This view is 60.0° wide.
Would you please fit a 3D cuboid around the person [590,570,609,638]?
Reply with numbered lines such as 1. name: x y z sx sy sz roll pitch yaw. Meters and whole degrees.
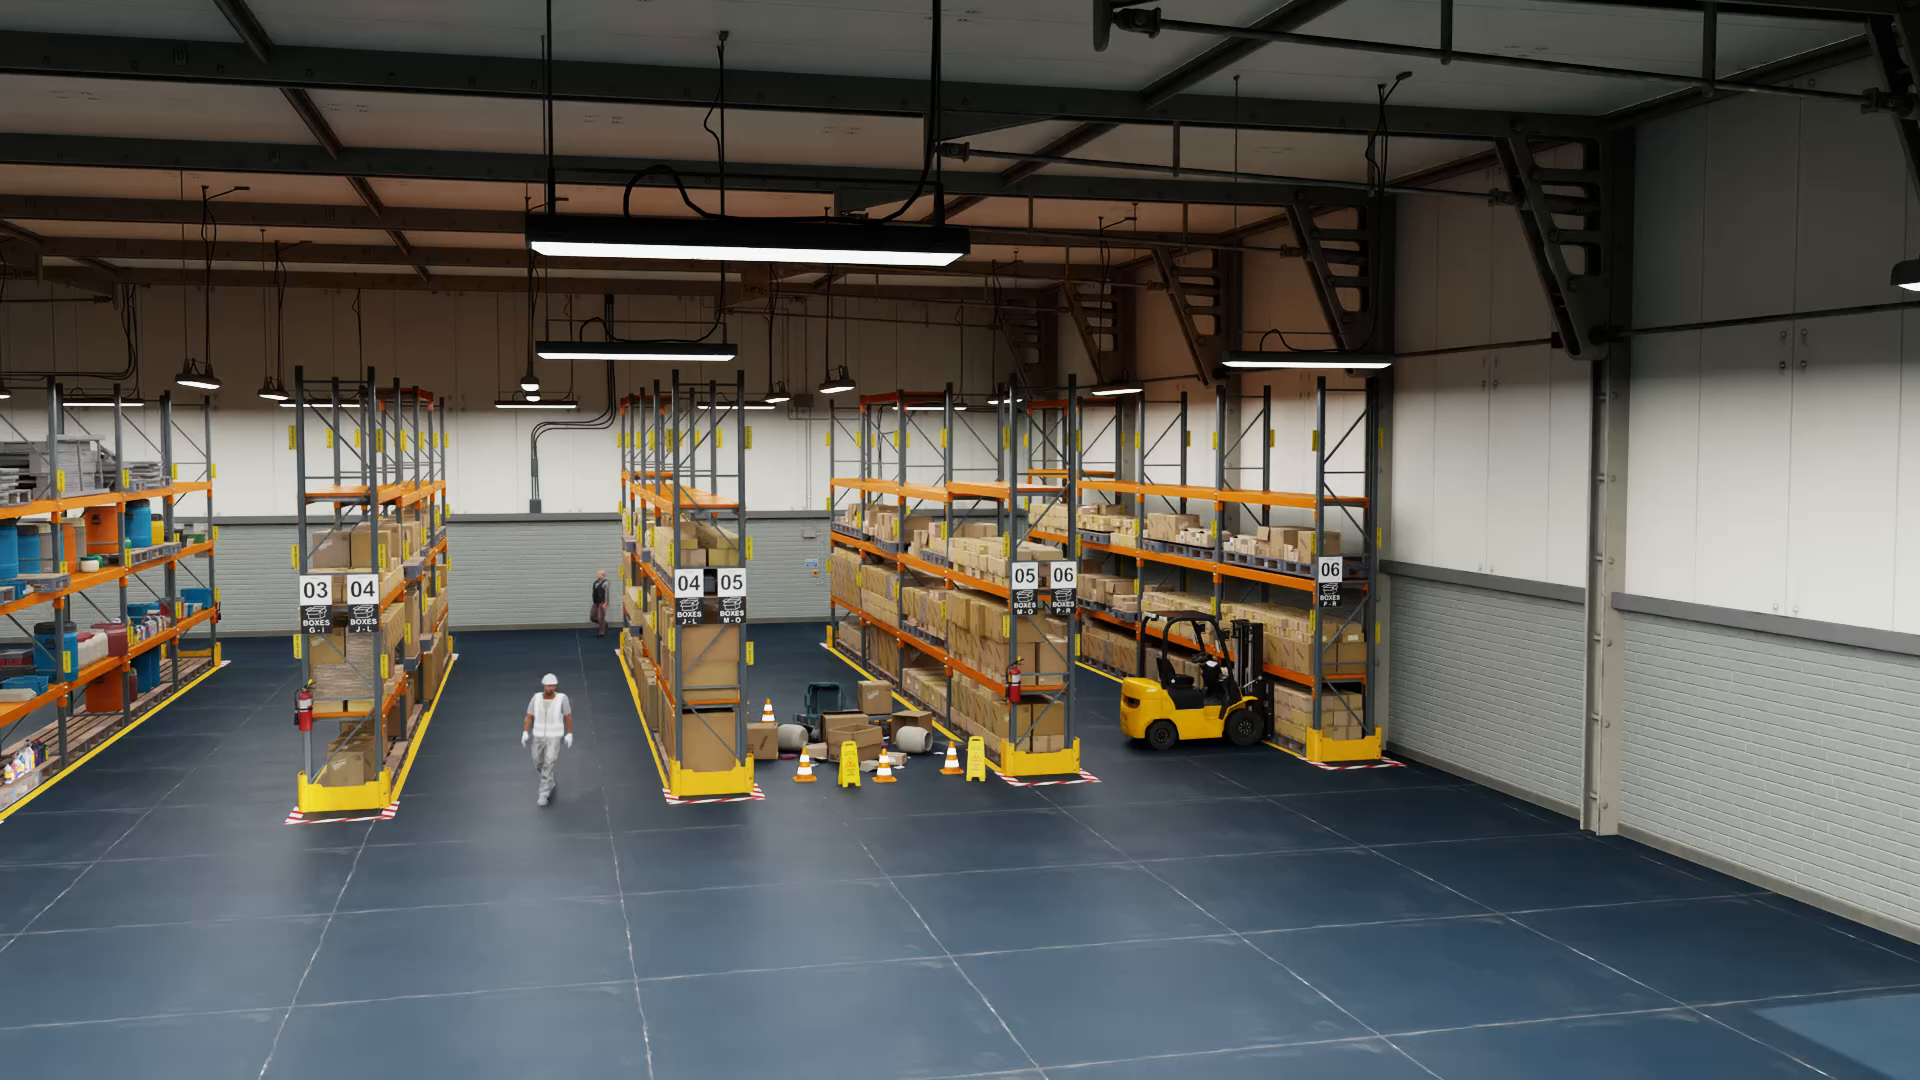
1. person: -9.106 1.613 42.210 0.556 1.709 0.556 3 4 38

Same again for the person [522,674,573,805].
1. person: -5.757 2.746 23.218 0.645 1.767 0.841 0 3 -1

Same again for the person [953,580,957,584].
1. person: -0.336 1.464 44.703 1.098 1.731 0.551 -2 4 -33
